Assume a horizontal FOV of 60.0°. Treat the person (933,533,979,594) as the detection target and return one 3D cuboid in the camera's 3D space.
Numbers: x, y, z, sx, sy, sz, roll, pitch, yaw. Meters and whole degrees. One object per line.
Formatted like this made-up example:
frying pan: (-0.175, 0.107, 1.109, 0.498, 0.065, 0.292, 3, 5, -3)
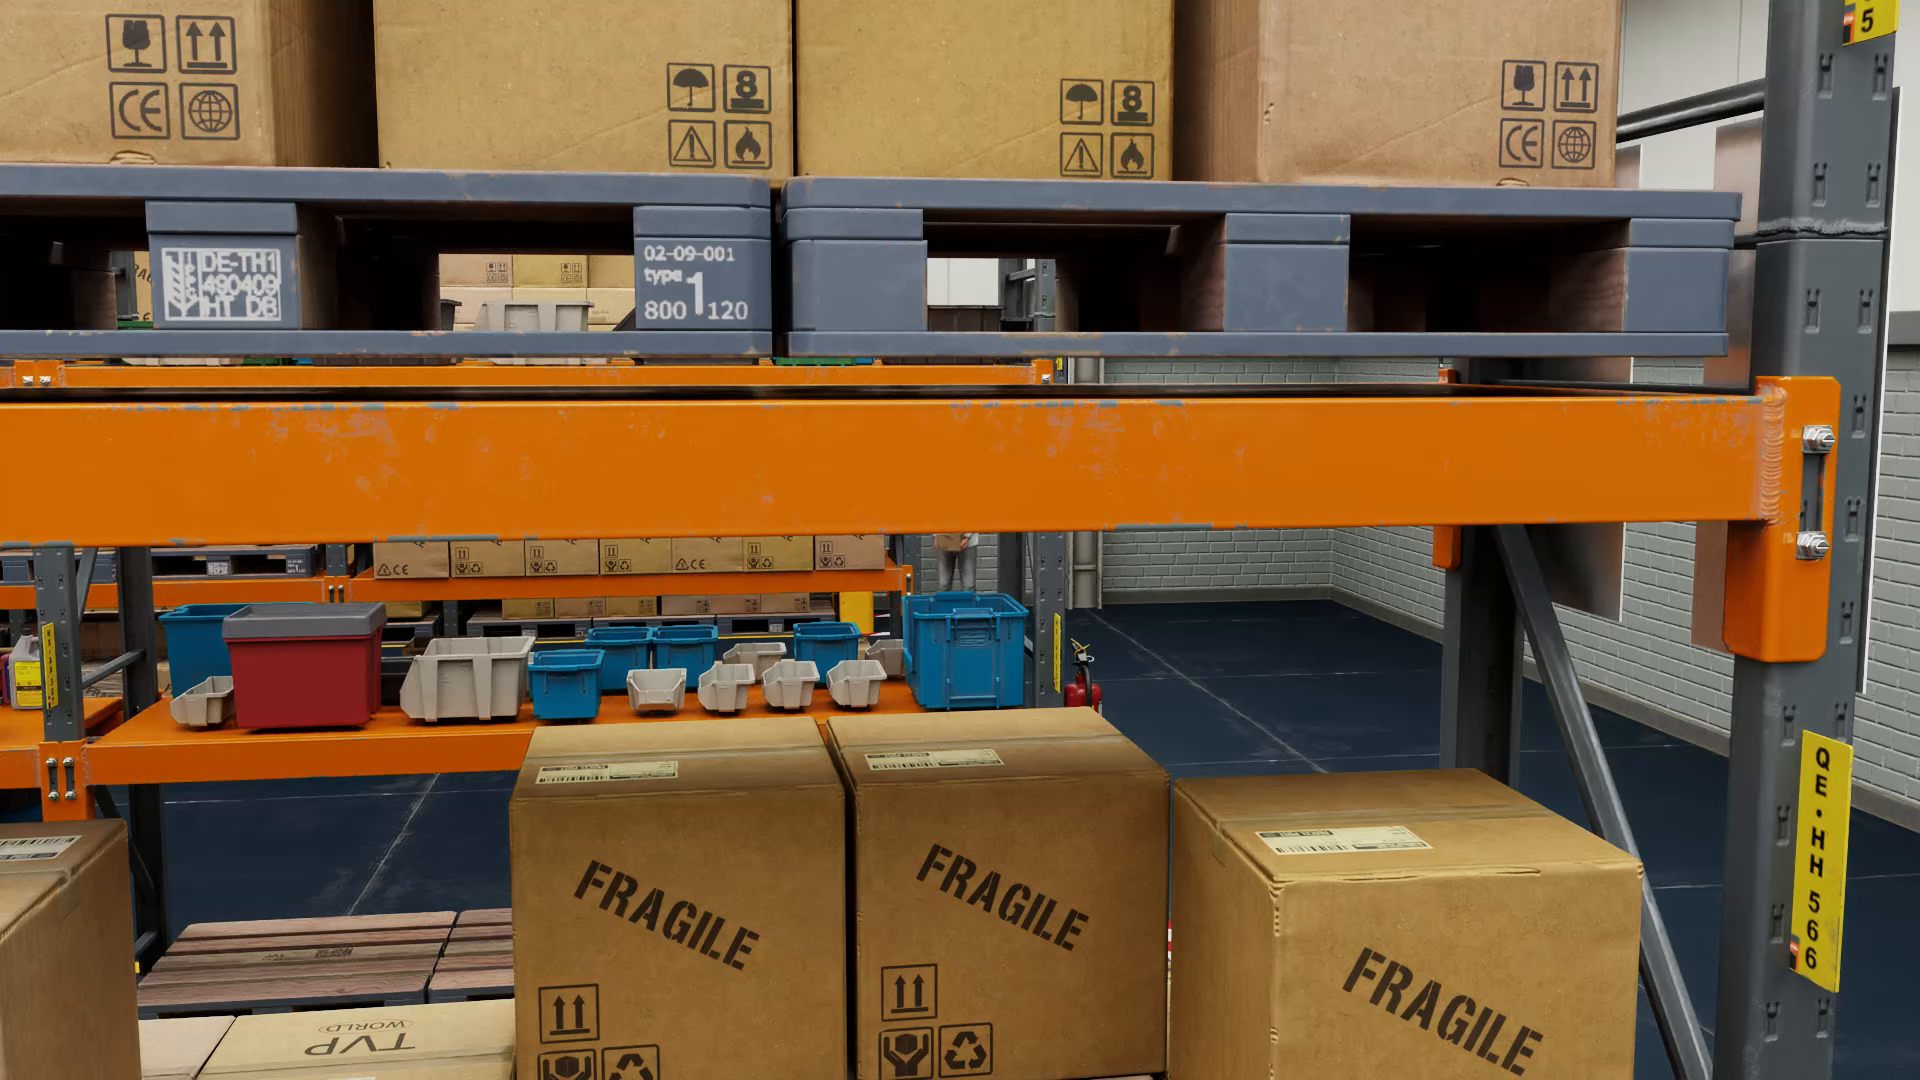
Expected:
person: (-0.033, 0.076, 16.957, 0.494, 1.763, 0.557, 2, 7, 13)
